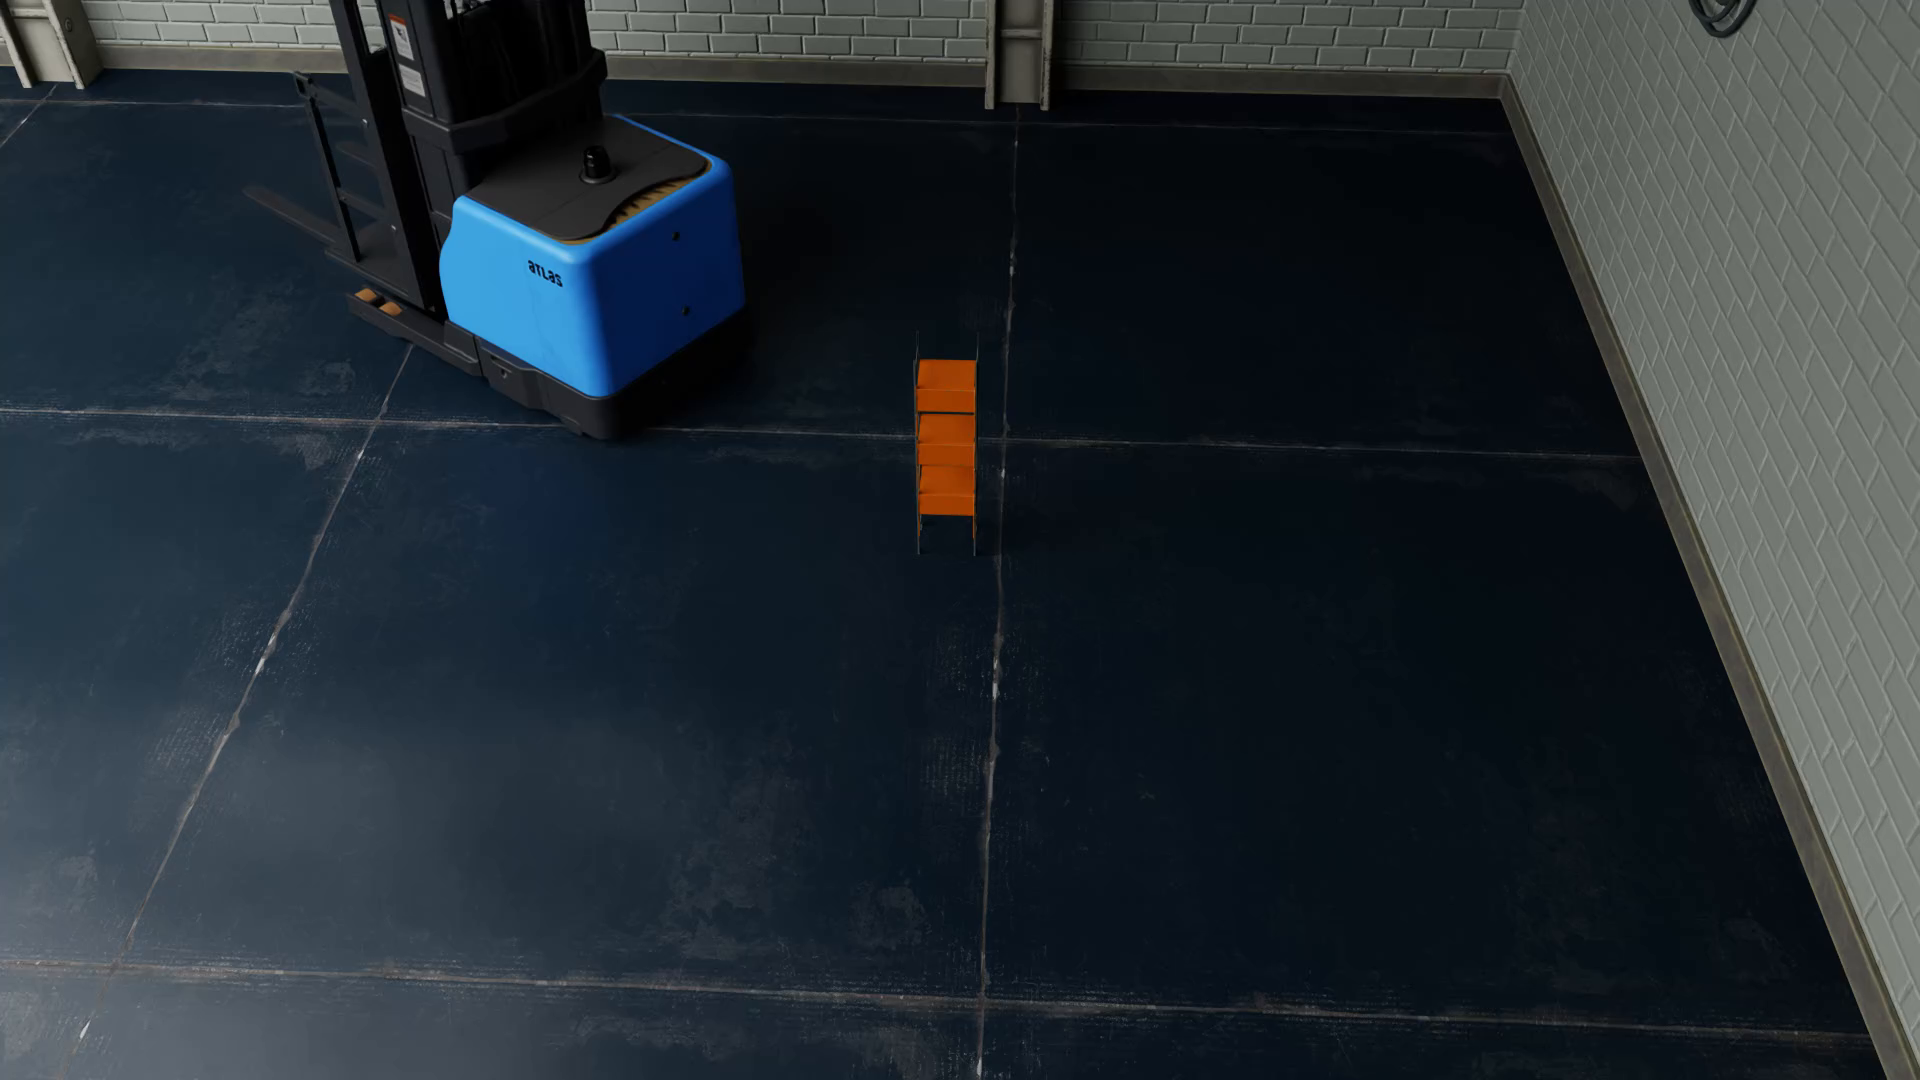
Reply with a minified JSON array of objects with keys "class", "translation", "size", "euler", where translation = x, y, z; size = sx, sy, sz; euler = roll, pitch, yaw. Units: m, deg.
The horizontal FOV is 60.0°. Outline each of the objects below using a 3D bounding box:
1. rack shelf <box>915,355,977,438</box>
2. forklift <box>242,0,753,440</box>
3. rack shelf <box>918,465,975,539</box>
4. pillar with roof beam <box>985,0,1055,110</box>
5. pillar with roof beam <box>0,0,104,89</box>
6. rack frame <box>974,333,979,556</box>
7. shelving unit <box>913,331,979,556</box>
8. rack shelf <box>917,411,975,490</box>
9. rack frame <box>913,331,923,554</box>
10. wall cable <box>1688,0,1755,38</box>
[{"class":"rack shelf","translation":[-0.053,-0.586,6.793],"size":[0.240,0.259,0.215],"euler":[2,43,2]},{"class":"forklift","translation":[-2.508,-2.369,7.728],"size":[3.031,2.935,1.130],"euler":[28,50,26]},{"class":"rack shelf","translation":[-0.053,-0.175,7.176],"size":[0.240,0.259,0.215],"euler":[2,43,2]},{"class":"pillar with roof beam","translation":[0.164,-3.096,4.057],"size":[0.400,9.000,9.100],"euler":[2,43,2]},{"class":"pillar with roof beam","translation":[-5.830,-3.280,4.254],"size":[0.400,9.000,9.100],"euler":[2,43,2]},{"class":"rack frame","translation":[0.068,-0.382,6.975],"size":[0.008,1.050,0.200],"euler":[2,43,2]},{"class":"shelving unit","translation":[-0.053,-0.386,6.979],"size":[0.252,1.050,0.215],"euler":[2,43,2]},{"class":"rack shelf","translation":[-0.053,-0.378,6.987],"size":[0.240,0.259,0.215],"euler":[2,43,2]},{"class":"rack frame","translation":[-0.175,-0.390,6.983],"size":[0.008,1.050,0.200],"euler":[2,43,2]},{"class":"wall cable","translation":[3.241,-3.900,7.198],"size":[0.112,2.526,3.097],"euler":[2,43,2]}]
